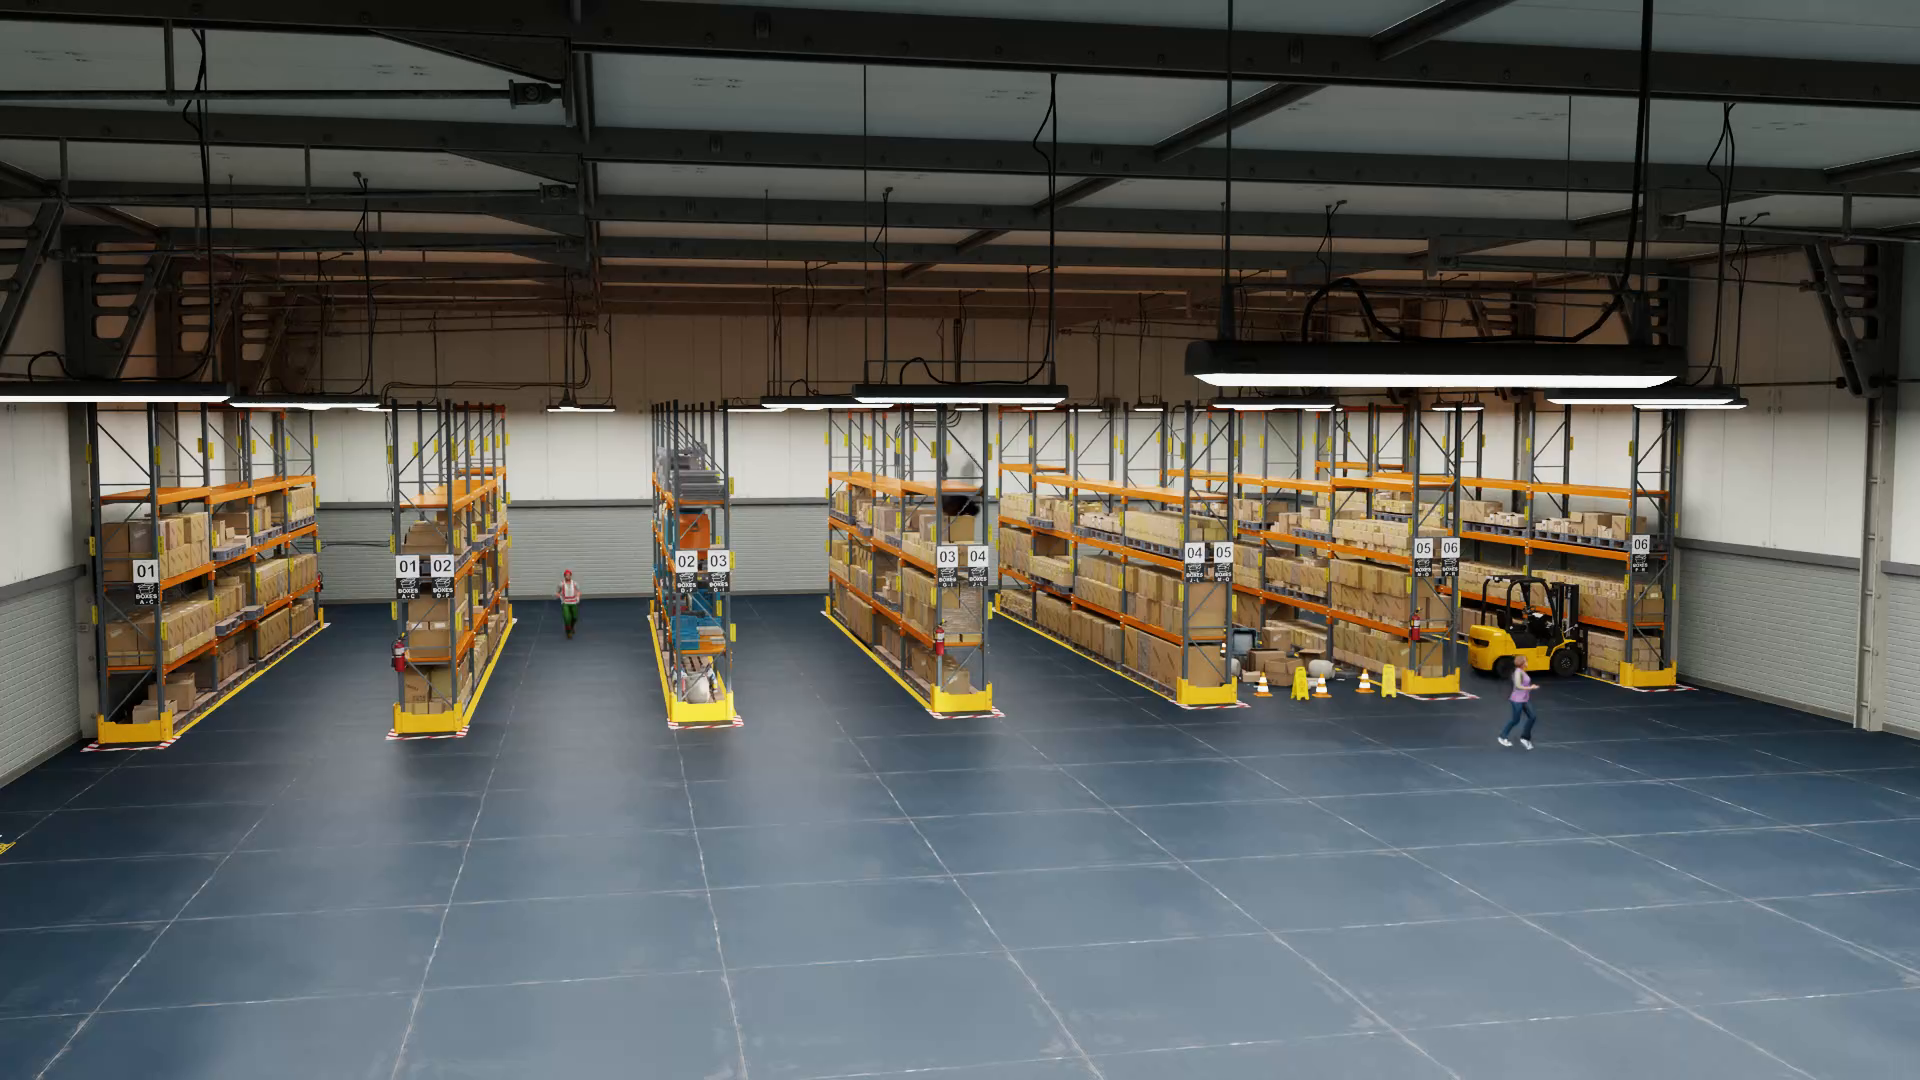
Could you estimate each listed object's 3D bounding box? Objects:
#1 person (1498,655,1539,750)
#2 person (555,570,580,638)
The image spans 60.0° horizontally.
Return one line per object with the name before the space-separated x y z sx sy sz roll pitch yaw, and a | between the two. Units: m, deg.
person | 9.557 2.792 28.426 0.676 1.617 0.585 3 5 34
person | -10.016 1.639 42.613 0.649 1.740 0.604 -2 5 -22
